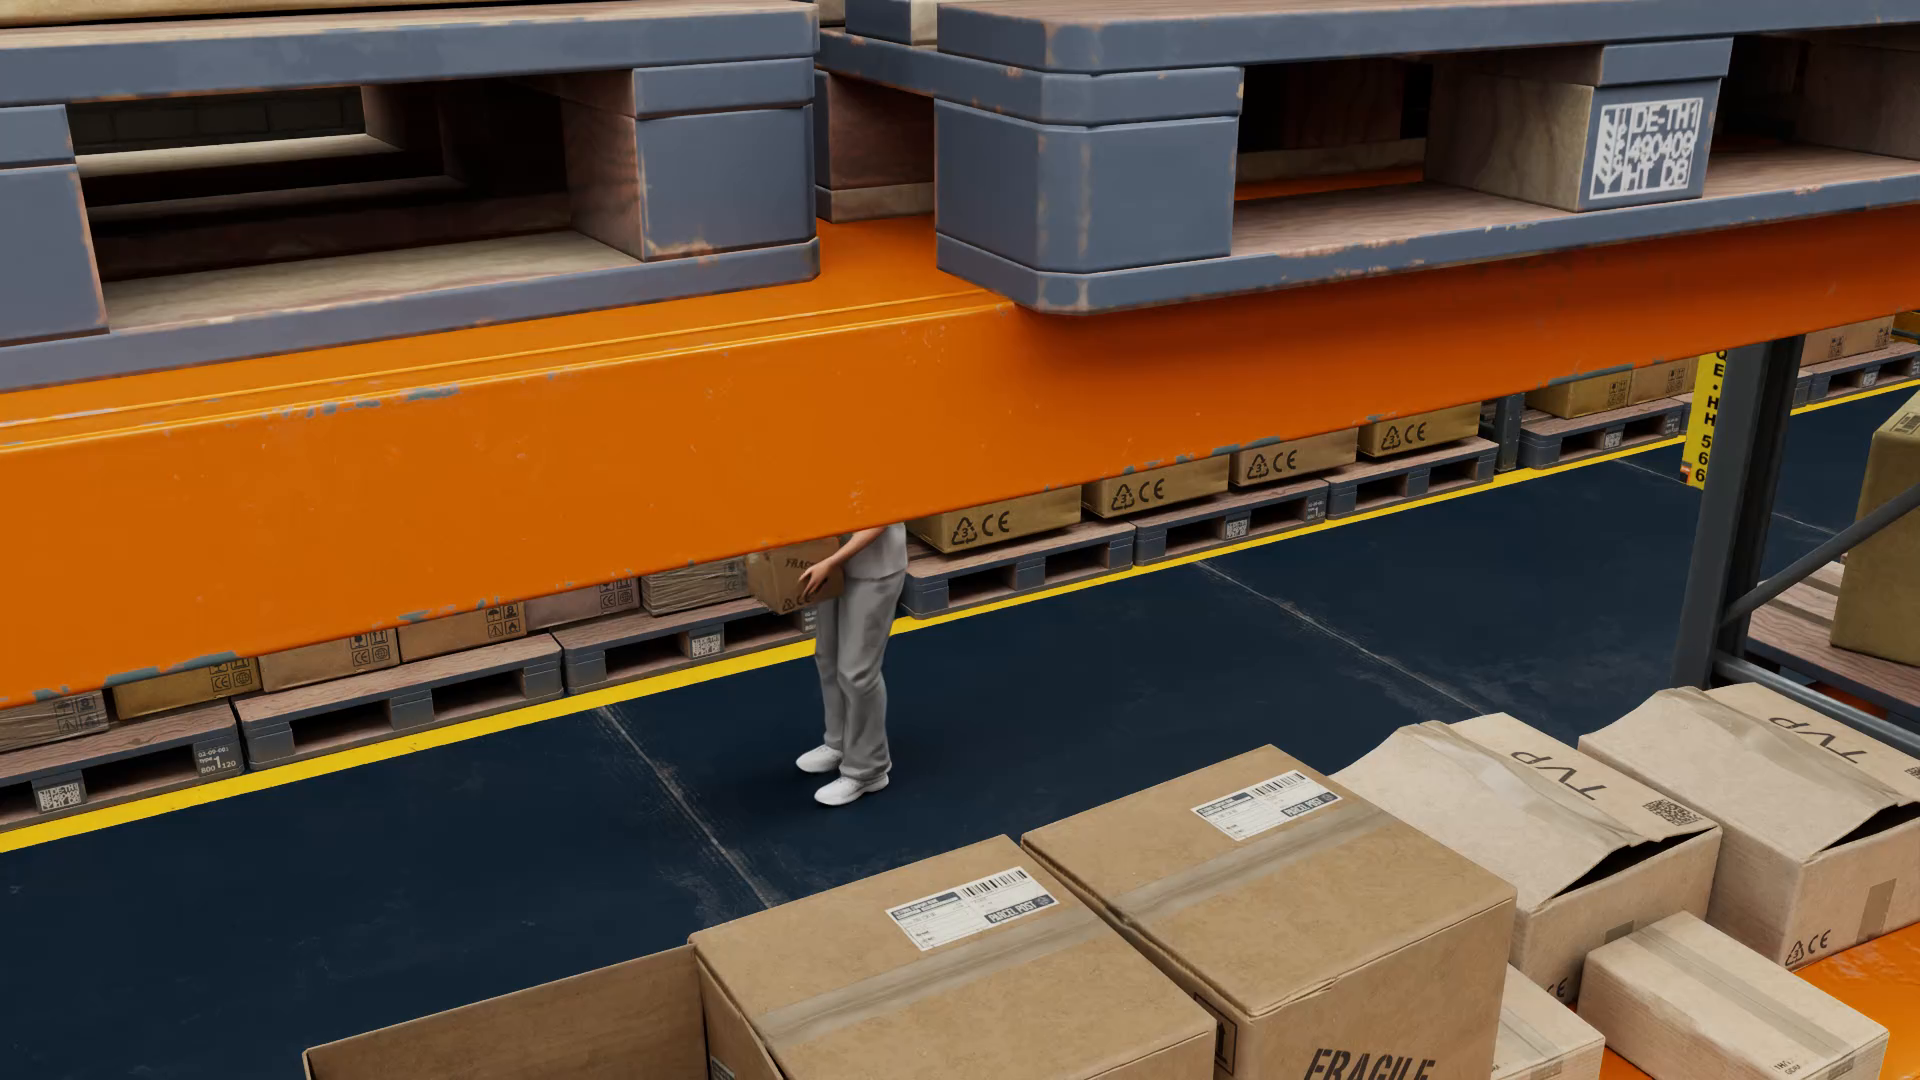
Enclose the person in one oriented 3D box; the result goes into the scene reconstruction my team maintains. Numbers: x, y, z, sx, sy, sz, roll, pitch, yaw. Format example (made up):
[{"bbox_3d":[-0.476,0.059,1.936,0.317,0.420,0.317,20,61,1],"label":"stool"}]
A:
[{"bbox_3d":[-0.398,0.112,5.807,0.490,1.675,0.463,-13,25,-29],"label":"person"}]
